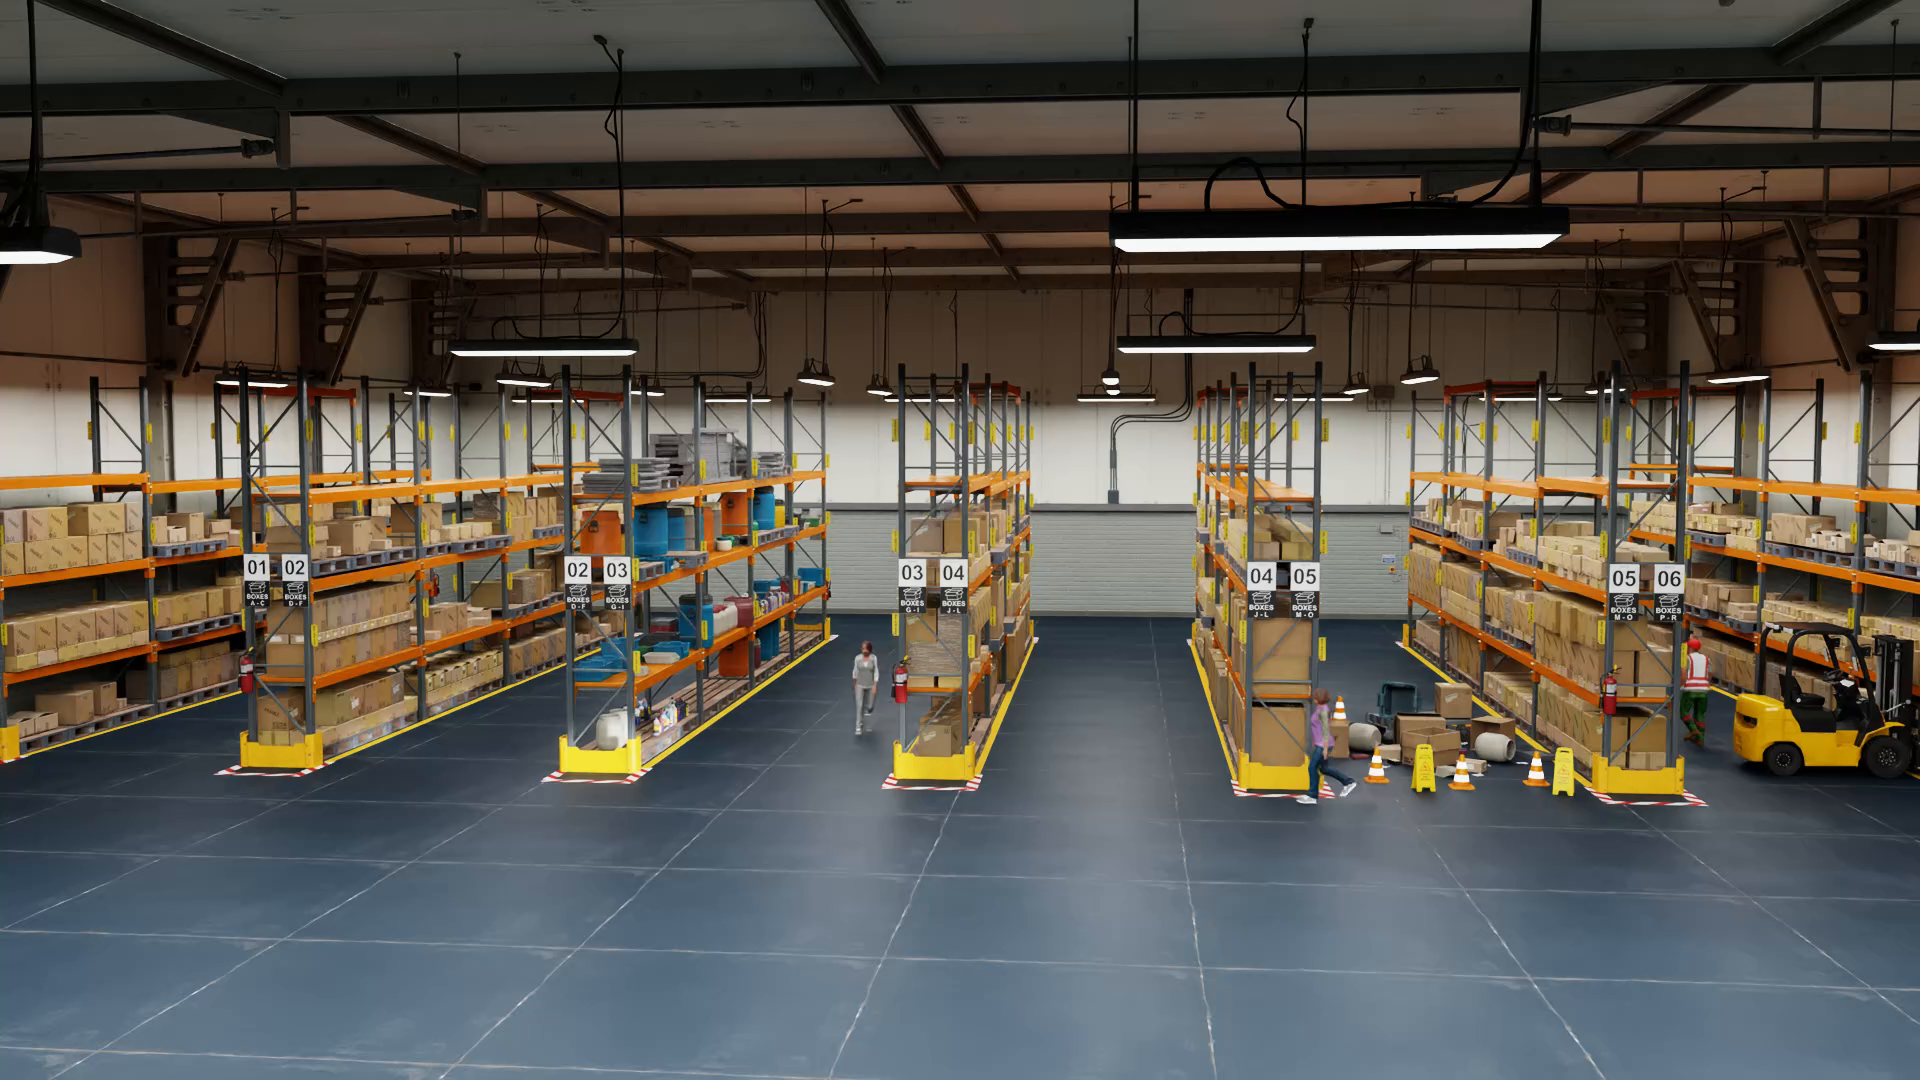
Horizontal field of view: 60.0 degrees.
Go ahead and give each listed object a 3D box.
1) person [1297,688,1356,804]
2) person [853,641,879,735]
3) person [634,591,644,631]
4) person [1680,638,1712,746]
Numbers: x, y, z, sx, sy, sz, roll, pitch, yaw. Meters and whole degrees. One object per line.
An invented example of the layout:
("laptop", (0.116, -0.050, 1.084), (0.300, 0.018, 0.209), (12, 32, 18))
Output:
("person", (4.952, 2.766, 22.419), (0.819, 1.563, 0.426), (0, 4, 1))
("person", (-1.557, 2.426, 27.513), (0.432, 1.510, 0.964), (-1, 4, -8))
("person", (-8.181, 1.463, 41.988), (0.833, 1.659, 0.545), (0, 4, 3))
("person", (11.879, 2.445, 26.892), (0.625, 1.678, 0.788), (0, 4, 6))
